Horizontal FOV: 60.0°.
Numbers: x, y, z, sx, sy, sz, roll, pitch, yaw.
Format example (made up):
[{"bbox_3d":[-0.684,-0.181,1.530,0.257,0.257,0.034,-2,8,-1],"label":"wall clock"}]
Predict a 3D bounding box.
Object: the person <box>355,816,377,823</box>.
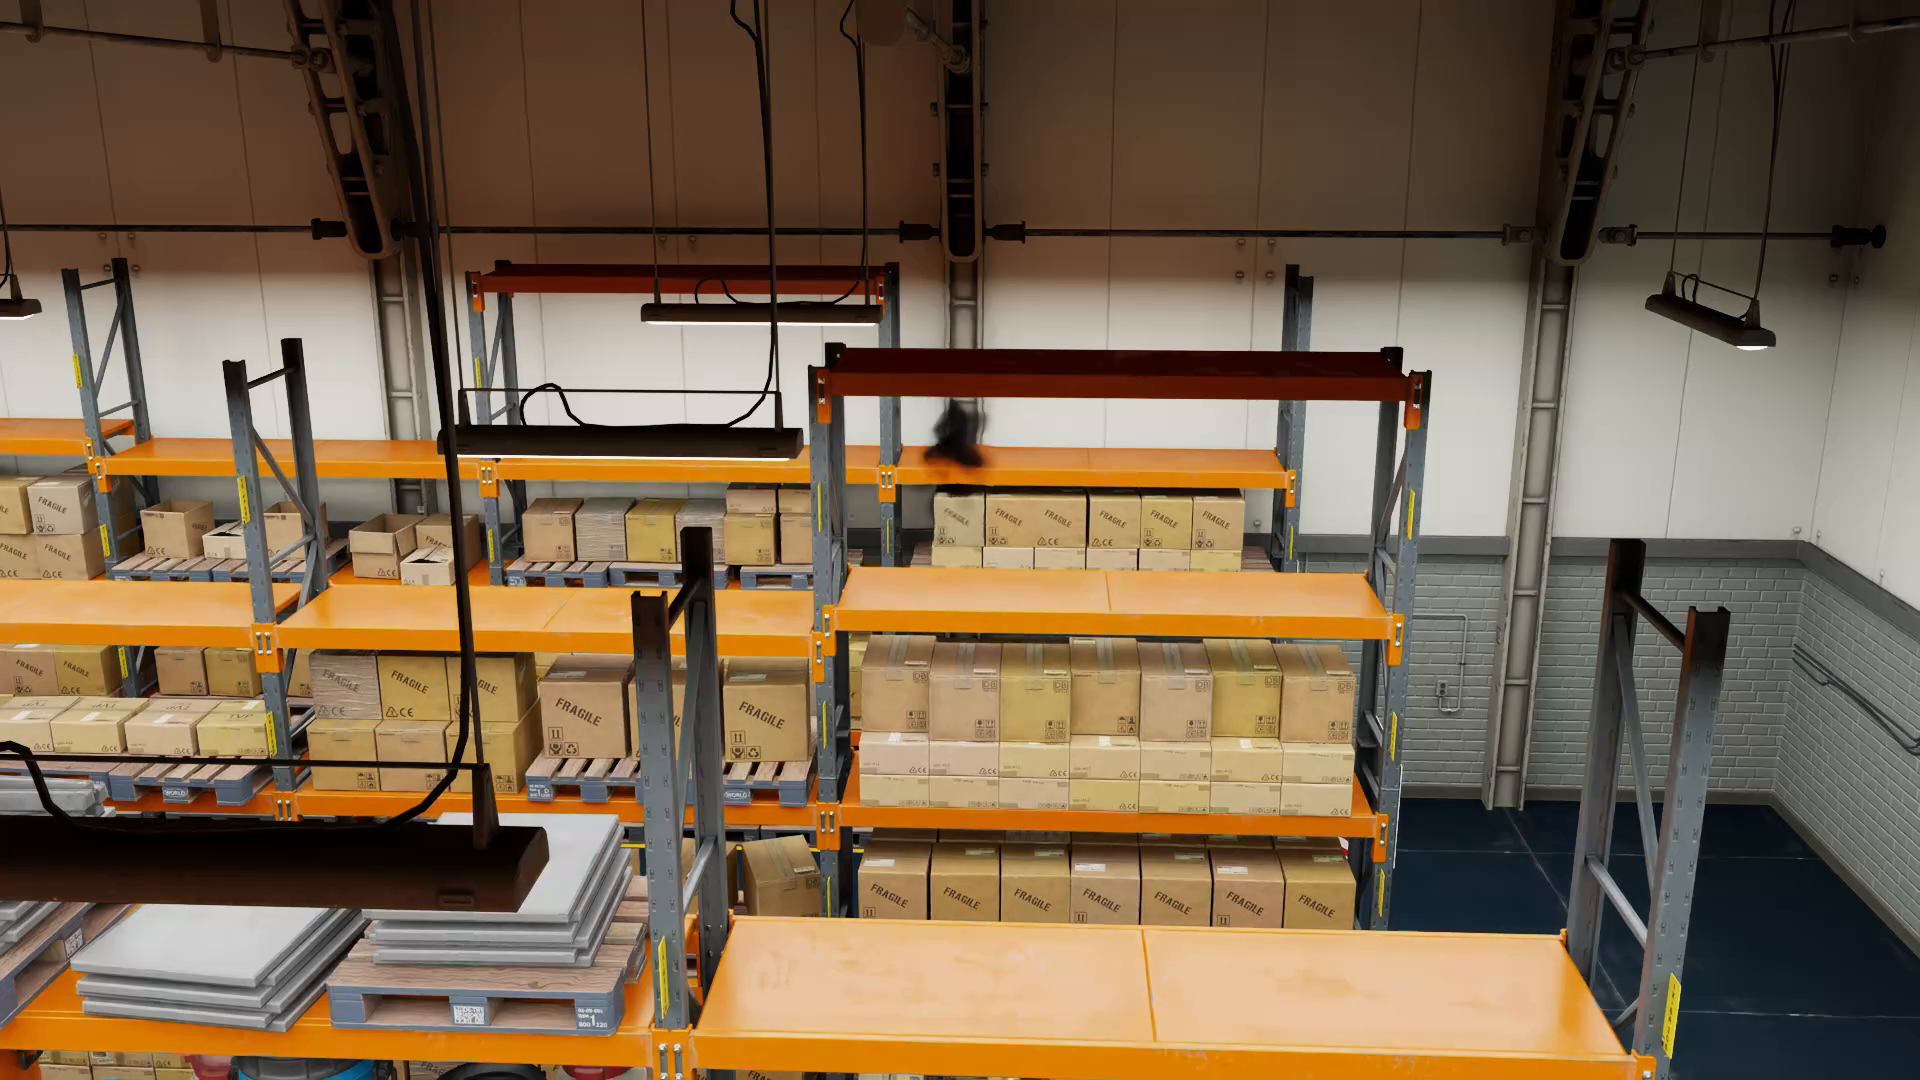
[{"bbox_3d":[-5.260,3.138,14.940,0.624,1.640,0.573,-2,16,-6],"label":"person"}]
